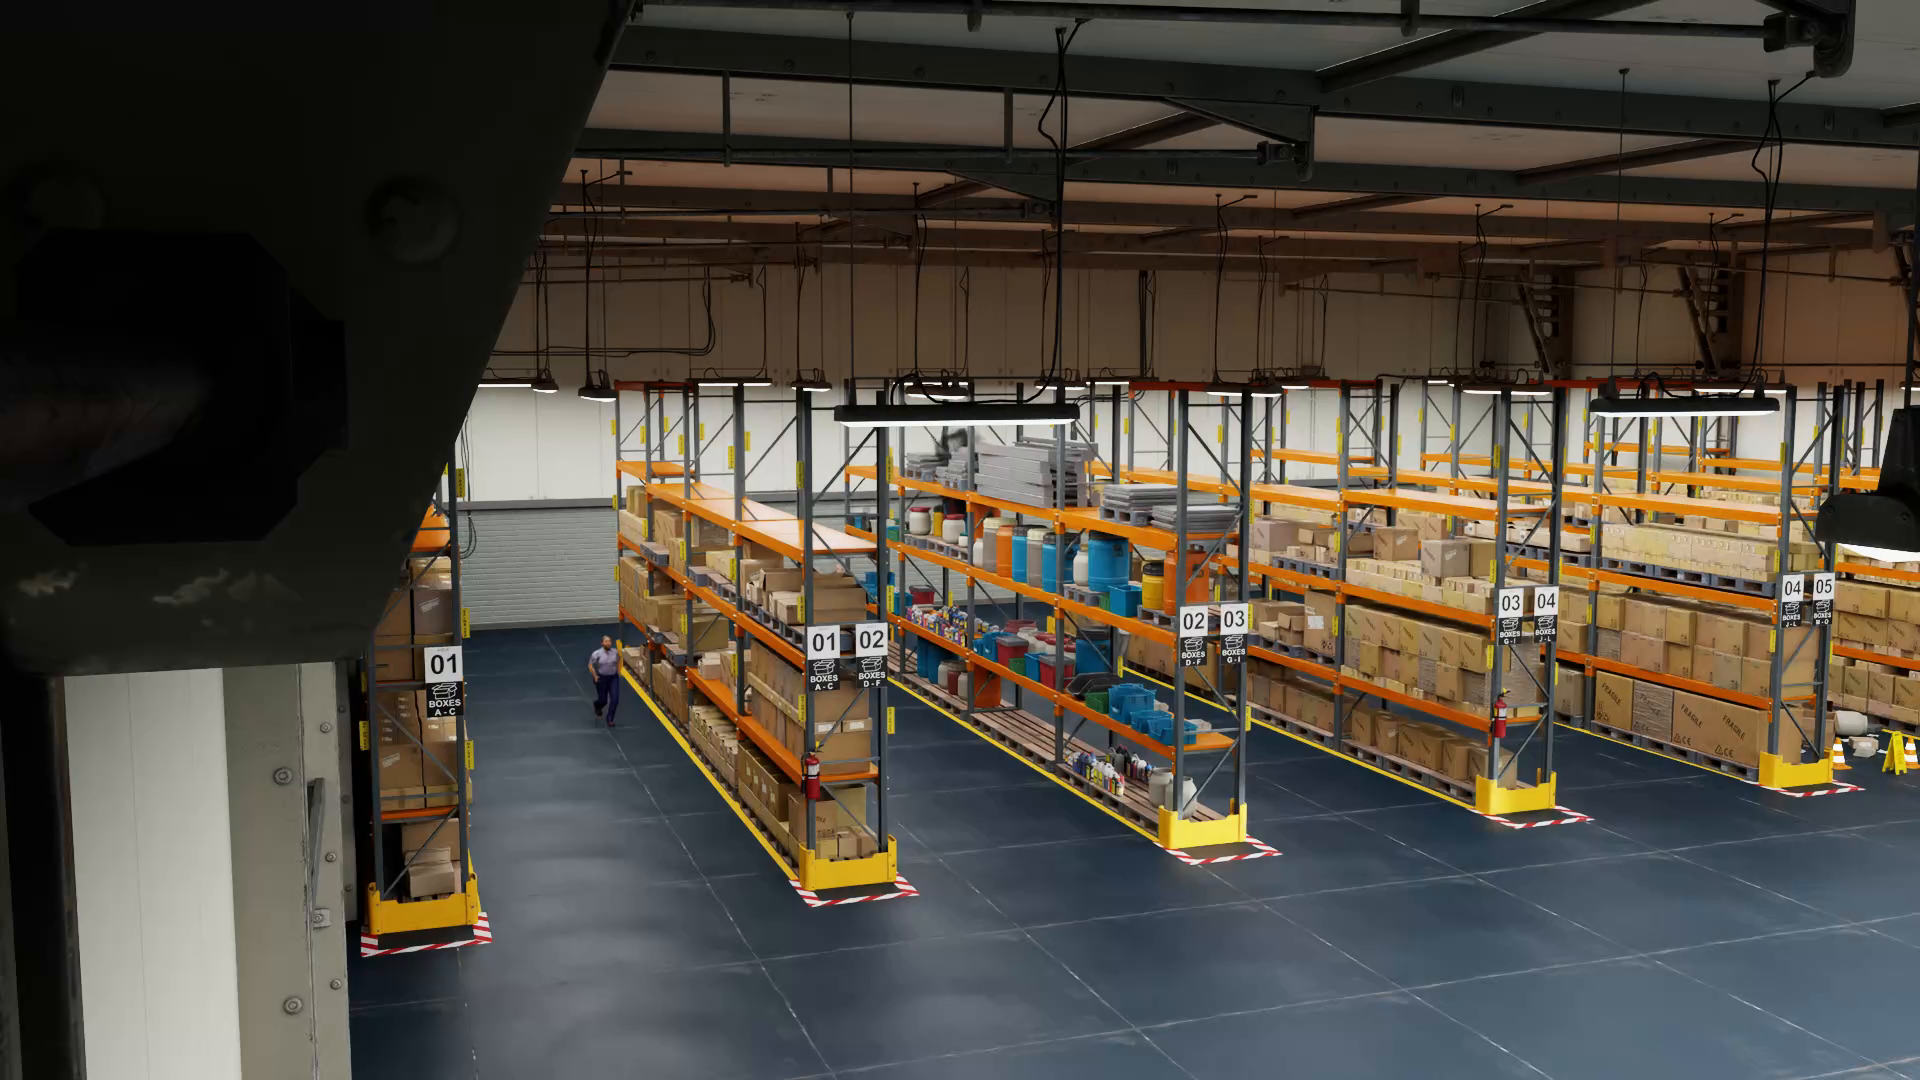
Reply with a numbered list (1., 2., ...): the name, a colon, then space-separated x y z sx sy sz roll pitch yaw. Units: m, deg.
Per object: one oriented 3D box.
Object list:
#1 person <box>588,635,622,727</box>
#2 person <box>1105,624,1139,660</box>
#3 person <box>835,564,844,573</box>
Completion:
1. person: -6.224 2.466 29.243 0.616 1.590 0.619 -3 7 -29
2. person: 3.163 1.785 32.213 0.677 1.735 0.698 0 6 2
3. person: -2.961 1.418 38.807 0.761 1.647 0.889 4 7 32
